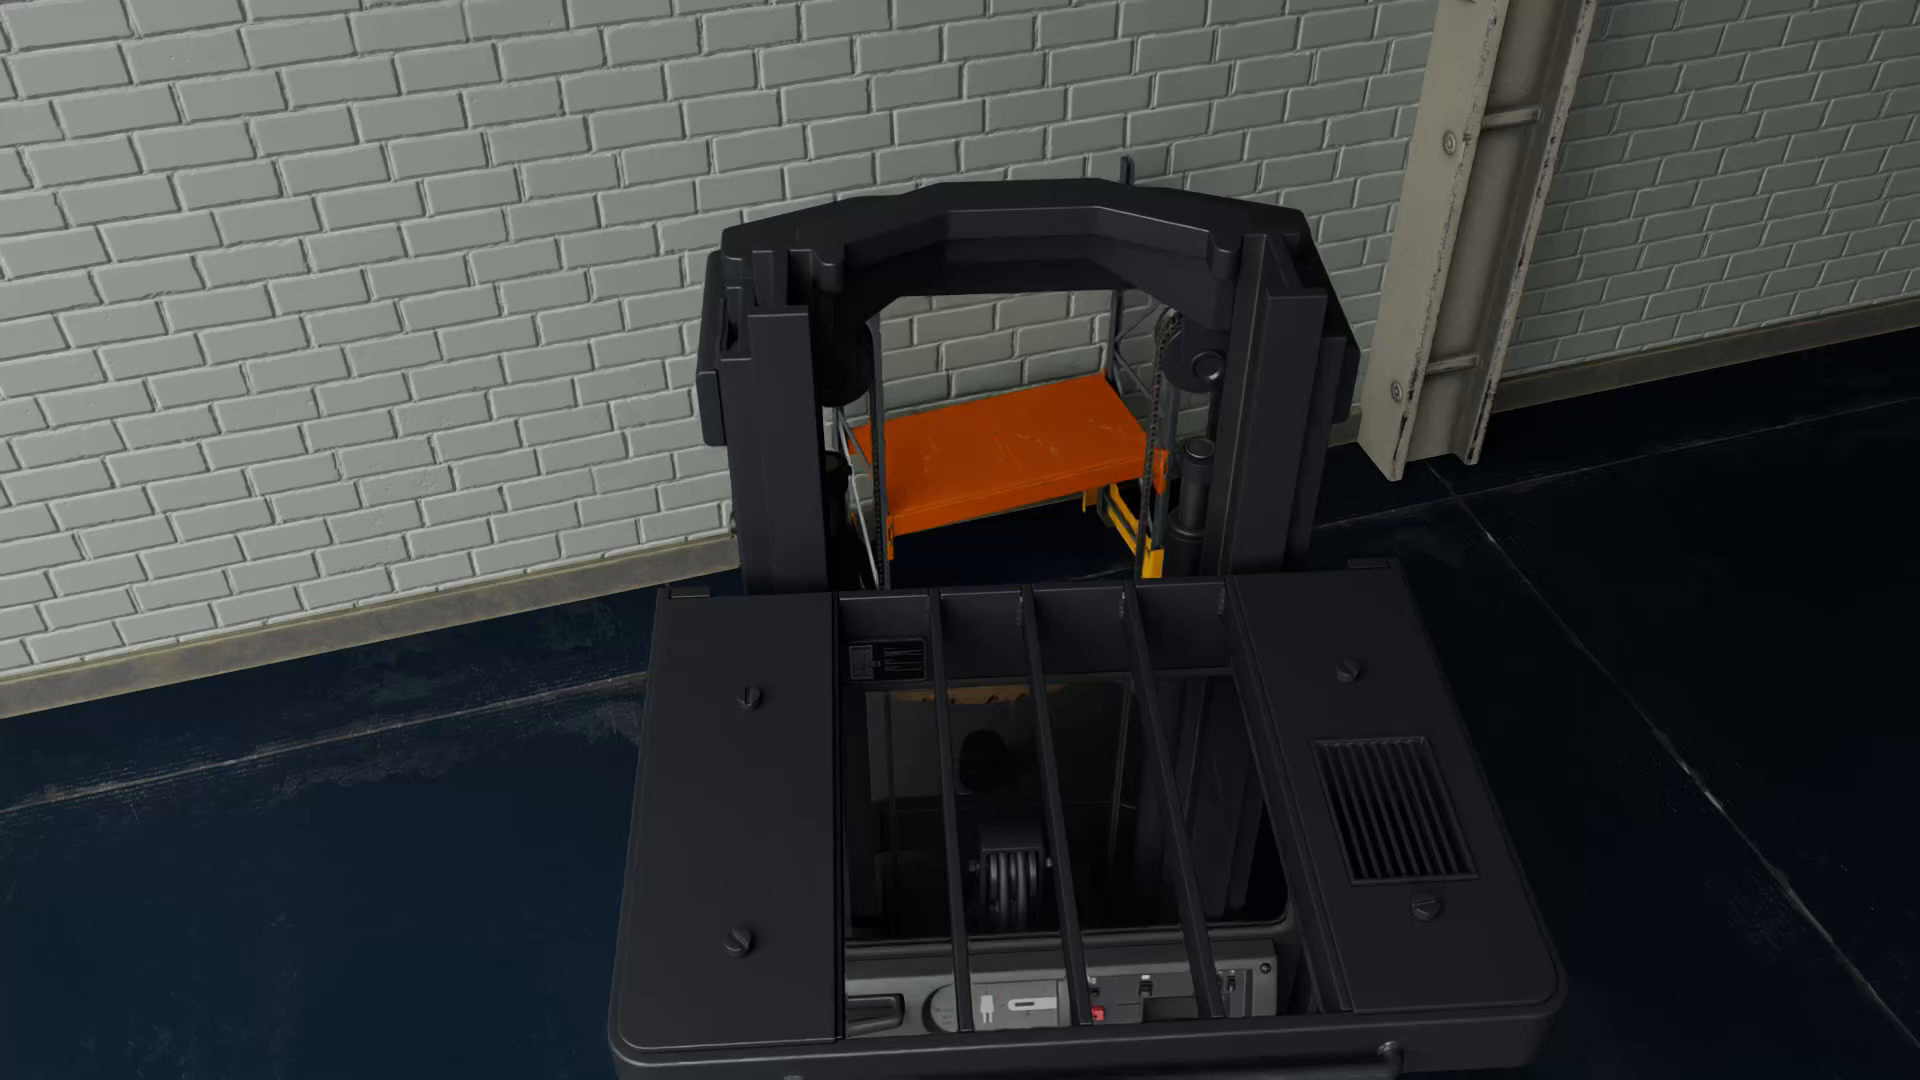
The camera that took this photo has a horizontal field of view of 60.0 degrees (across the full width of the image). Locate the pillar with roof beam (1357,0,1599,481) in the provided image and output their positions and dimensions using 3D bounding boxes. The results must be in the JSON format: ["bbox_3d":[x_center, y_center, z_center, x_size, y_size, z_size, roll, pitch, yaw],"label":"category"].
[{"bbox_3d":[3.120,-1.051,0.614,0.400,9.000,9.100,-12,42,-13],"label":"pillar with roof beam"}]

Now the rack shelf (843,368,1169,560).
[{"bbox_3d":[0.145,-0.274,5.697,1.000,0.185,0.538,-14,43,-15],"label":"rack shelf"}]

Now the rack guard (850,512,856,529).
[{"bbox_3d":[-0.330,0.177,5.858,0.087,0.250,0.587,-14,43,-15],"label":"rack guard"}]

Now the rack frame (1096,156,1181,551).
[{"bbox_3d":[0.622,-0.526,5.712,0.032,1.500,0.500,-14,43,-15],"label":"rack frame"}]

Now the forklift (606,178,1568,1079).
[{"bbox_3d":[0.124,1.021,2.854,1.130,2.935,3.031,-2,41,-3],"label":"forklift"}]

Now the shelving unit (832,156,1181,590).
[{"bbox_3d":[0.137,-0.408,5.577,1.083,1.500,0.587,-14,43,-15],"label":"shelving unit"}]

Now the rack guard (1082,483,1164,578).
[{"bbox_3d":[0.604,-0.051,6.118,0.087,0.250,0.587,-14,43,-15],"label":"rack guard"}]

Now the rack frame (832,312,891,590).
[{"bbox_3d":[-0.331,-0.294,5.446,0.032,1.500,0.500,-14,43,-15],"label":"rack frame"}]
